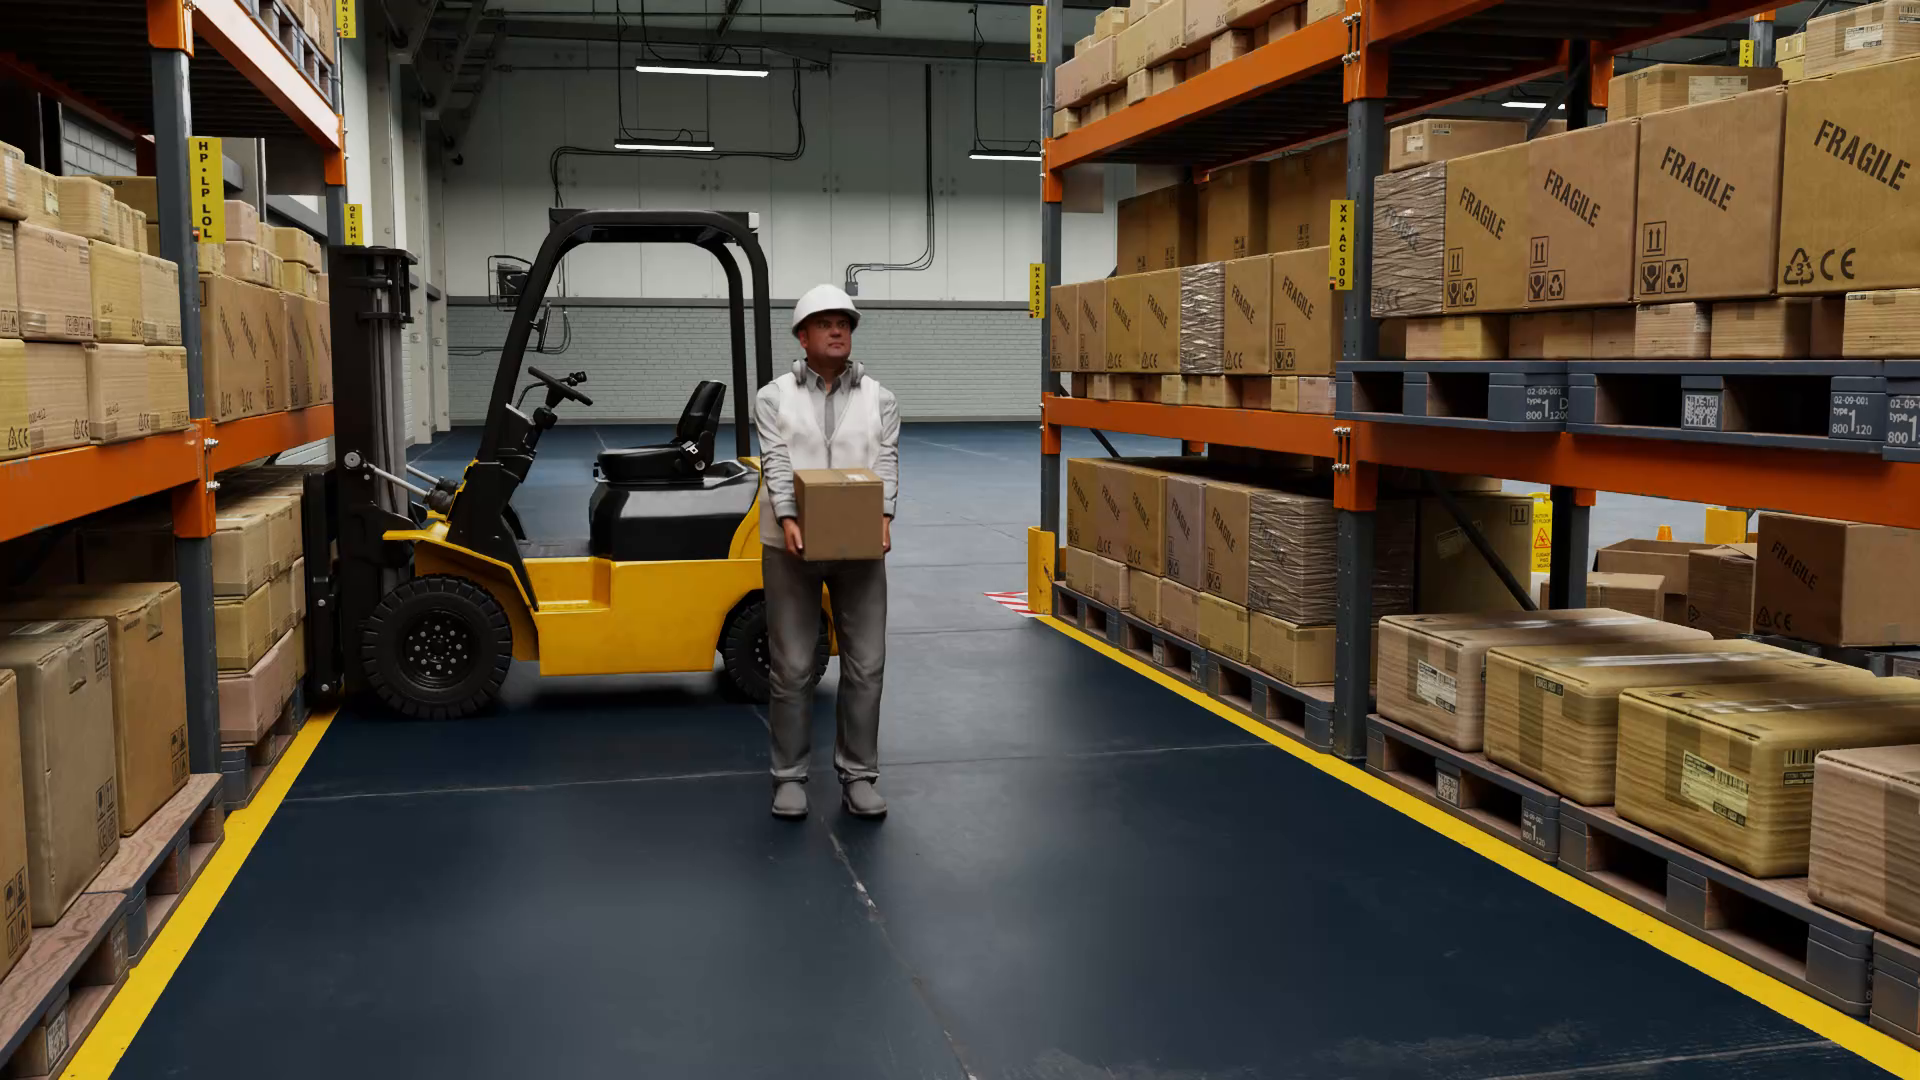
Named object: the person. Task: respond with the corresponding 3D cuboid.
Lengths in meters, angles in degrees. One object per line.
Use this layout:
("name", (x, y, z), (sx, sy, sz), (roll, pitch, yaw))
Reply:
("person", (-0.420, 0.036, 5.516), (0.494, 1.763, 0.556), (-1, 6, -14))
